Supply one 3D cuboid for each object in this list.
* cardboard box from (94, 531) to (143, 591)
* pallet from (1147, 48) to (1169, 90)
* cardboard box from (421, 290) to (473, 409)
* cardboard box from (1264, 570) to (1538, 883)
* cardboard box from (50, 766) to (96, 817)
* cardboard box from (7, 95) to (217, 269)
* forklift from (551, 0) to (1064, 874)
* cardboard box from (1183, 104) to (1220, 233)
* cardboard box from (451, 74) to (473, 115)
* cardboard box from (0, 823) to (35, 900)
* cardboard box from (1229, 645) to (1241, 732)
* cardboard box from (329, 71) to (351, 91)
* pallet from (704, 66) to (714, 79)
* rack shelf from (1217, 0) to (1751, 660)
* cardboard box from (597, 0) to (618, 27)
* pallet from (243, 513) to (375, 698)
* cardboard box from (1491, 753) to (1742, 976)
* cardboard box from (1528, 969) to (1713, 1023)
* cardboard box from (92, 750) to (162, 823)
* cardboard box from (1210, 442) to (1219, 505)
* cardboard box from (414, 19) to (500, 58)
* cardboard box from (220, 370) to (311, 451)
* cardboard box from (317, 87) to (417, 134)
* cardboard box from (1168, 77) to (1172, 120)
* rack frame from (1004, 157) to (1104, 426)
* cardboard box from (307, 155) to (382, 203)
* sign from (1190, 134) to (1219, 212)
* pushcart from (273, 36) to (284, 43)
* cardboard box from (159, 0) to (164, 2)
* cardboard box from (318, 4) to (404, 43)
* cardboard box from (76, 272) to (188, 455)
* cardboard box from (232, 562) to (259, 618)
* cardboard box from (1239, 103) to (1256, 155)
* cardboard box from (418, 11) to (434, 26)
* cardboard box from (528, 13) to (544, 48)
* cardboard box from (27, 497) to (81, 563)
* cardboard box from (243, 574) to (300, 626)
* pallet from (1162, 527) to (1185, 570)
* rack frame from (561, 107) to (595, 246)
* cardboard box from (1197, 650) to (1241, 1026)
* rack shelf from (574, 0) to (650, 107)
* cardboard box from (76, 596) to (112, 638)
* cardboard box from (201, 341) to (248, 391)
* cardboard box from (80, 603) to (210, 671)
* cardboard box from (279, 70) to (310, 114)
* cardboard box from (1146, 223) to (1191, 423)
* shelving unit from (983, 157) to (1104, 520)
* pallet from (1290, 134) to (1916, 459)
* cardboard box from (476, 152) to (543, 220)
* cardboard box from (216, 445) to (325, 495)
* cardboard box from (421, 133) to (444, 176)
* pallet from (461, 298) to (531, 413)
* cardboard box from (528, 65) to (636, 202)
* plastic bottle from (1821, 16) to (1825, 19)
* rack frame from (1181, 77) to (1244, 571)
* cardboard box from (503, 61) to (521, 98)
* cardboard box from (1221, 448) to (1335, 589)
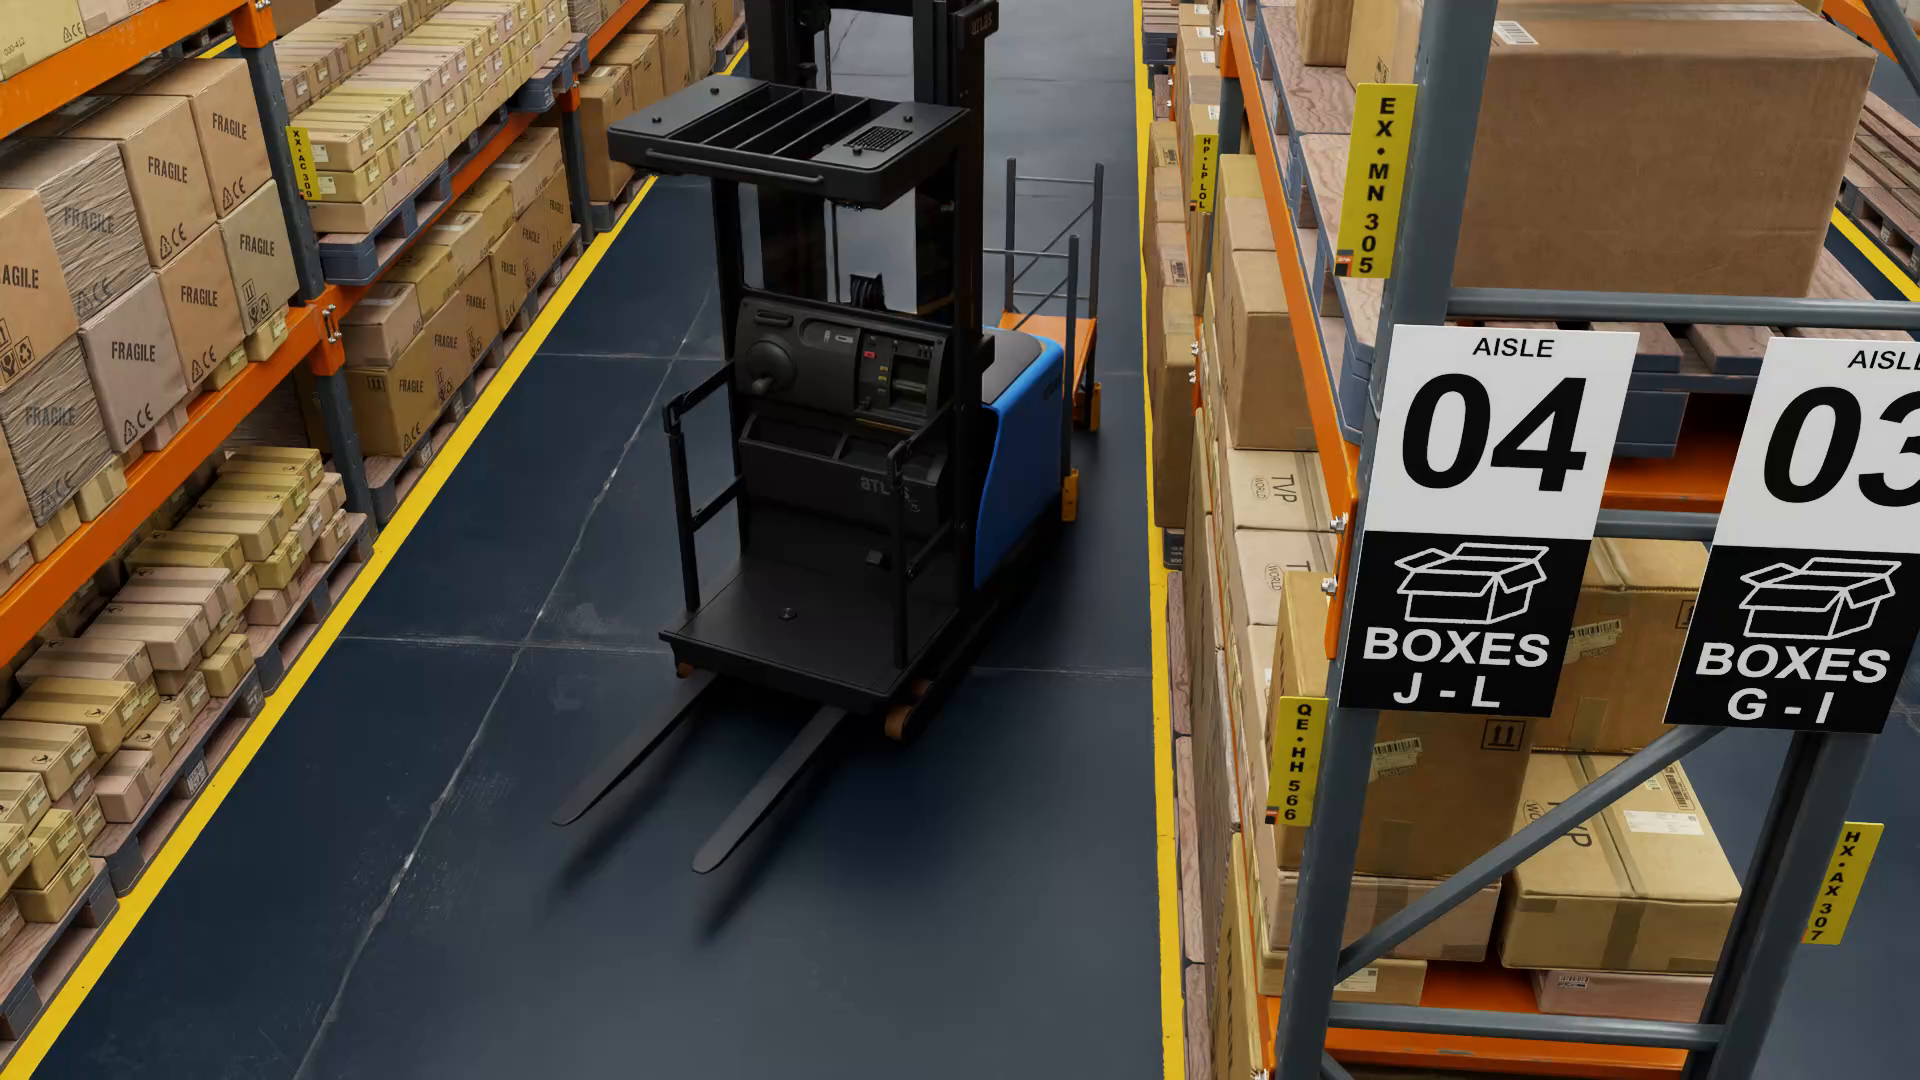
[{"bbox_3d":[-3.679,0.081,7.009,0.380,0.149,0.250,2,32,3],"label":"cardboard box"},{"bbox_3d":[2.213,-4.369,15.138,1.003,0.211,1.213,2,32,4],"label":"pallet"},{"bbox_3d":[-3.027,-1.051,9.079,0.500,0.500,0.500,4,32,6],"label":"cardboard box"},{"bbox_3d":[0.994,0.424,3.848,0.500,0.500,0.500,3,32,5],"label":"cardboard box"},{"bbox_3d":[-3.354,0.907,5.952,0.380,0.149,0.250,1,32,2],"label":"cardboard box"},{"bbox_3d":[-3.199,-1.352,6.252,0.500,0.500,0.500,1,32,2],"label":"cardboard box"},{"bbox_3d":[-0.577,-0.668,6.539,1.130,2.935,3.031,14,34,21],"label":"forklift"},{"bbox_3d":[1.391,-1.851,8.299,0.500,0.500,0.500,2,32,3],"label":"cardboard box"},{"bbox_3d":[-2.801,-2.356,8.769,0.380,0.149,0.250,2,32,3],"label":"cardboard box"},{"bbox_3d":[-3.287,1.054,5.431,0.380,0.149,0.250,2,32,4],"label":"cardboard box"},{"bbox_3d":[0.999,0.444,4.909,0.380,0.149,0.250,2,32,3],"label":"cardboard box"},{"bbox_3d":[-3.454,-2.389,8.823,0.380,0.149,0.250,3,32,4],"label":"cardboard box"},{"bbox_3d":[-2.730,-3.874,14.335,1.003,0.211,1.213,2,32,4],"label":"pallet"},{"bbox_3d":[1.379,-0.945,4.751,1.077,0.370,4.000,2,32,4],"label":"rack shelf"},{"bbox_3d":[-2.723,-3.908,11.637,0.500,0.500,0.500,2,32,4],"label":"cardboard box"},{"bbox_3d":[-3.413,0.255,7.635,1.003,0.211,1.213,2,32,4],"label":"pallet"},{"bbox_3d":[1.525,0.769,4.002,0.500,0.250,0.500,2,32,3],"label":"cardboard box"},{"bbox_3d":[1.574,1.007,3.996,0.380,0.149,0.250,3,32,5],"label":"cardboard box"},{"bbox_3d":[-3.241,0.918,6.218,0.380,0.149,0.250,1,32,2],"label":"cardboard box"},{"bbox_3d":[1.104,-0.226,5.997,0.380,0.149,0.250,2,32,3],"label":"cardboard box"},{"bbox_3d":[-2.758,-2.749,9.124,0.380,0.149,0.250,4,32,6],"label":"cardboard box"},{"bbox_3d":[-3.584,-0.797,8.666,0.500,0.500,0.500,2,32,3],"label":"cardboard box"},{"bbox_3d":[-2.863,-2.076,8.032,0.380,0.149,0.250,3,32,4],"label":"cardboard box"},{"bbox_3d":[2.019,-3.465,12.977,0.700,0.500,0.500,0,32,0],"label":"cardboard box"},{"bbox_3d":[0.489,-1.309,8.945,0.500,1.500,0.032,6,32,9],"label":"rack frame"},{"bbox_3d":[-2.903,-1.669,7.655,0.380,0.149,0.250,3,32,5],"label":"cardboard box"},{"bbox_3d":[1.000,-1.497,6.792,0.100,0.325,0.005,2,32,4],"label":"sign"},{"bbox_3d":[-5.407,-4.439,15.093,1.648,0.377,0.936,-8,33,-13],"label":"pushcart"},{"bbox_3d":[-3.164,-2.230,6.293,0.500,0.250,0.500,3,32,5],"label":"cardboard box"},{"bbox_3d":[-3.384,-2.919,9.400,0.380,0.149,0.250,4,32,6],"label":"cardboard box"},{"bbox_3d":[-3.236,-0.657,6.079,0.500,0.500,0.500,2,32,4],"label":"cardboard box"},{"bbox_3d":[-3.234,0.212,7.081,0.380,0.149,0.250,3,32,4],"label":"cardboard box"},{"bbox_3d":[1.586,-1.824,7.299,0.797,0.503,0.637,2,32,3],"label":"cardboard box"},{"bbox_3d":[-3.346,-3.049,9.894,0.380,0.149,0.250,2,32,2],"label":"cardboard box"},{"bbox_3d":[-2.693,-3.020,9.846,0.380,0.149,0.250,3,32,5],"label":"cardboard box"},{"bbox_3d":[-3.290,-0.059,5.727,0.380,0.149,0.250,4,32,6],"label":"cardboard box"},{"bbox_3d":[-3.147,0.243,7.313,0.380,0.149,0.250,1,32,2],"label":"cardboard box"},{"bbox_3d":[1.530,-0.239,8.437,1.003,0.211,1.213,2,32,4],"label":"pallet"},{"bbox_3d":[-3.068,-3.376,10.869,1.000,3.000,0.127,2,32,4],"label":"rack frame"},{"bbox_3d":[1.263,0.984,5.420,0.875,0.875,0.875,2,32,4],"label":"cardboard box"},{"bbox_3d":[-2.905,-4.116,12.755,1.077,0.370,4.000,2,32,4],"label":"rack shelf"},{"bbox_3d":[-3.727,0.348,6.859,0.380,0.149,0.250,4,32,6],"label":"cardboard box"},{"bbox_3d":[-3.177,-0.742,6.834,0.380,0.149,0.250,4,32,6],"label":"cardboard box"},{"bbox_3d":[-3.196,0.379,6.525,0.380,0.149,0.250,1,32,2],"label":"cardboard box"},{"bbox_3d":[-3.490,-2.241,8.299,0.380,0.149,0.250,2,32,4],"label":"cardboard box"},{"bbox_3d":[1.646,-1.097,8.796,1.225,0.875,0.875,1,32,2],"label":"cardboard box"},{"bbox_3d":[0.394,-1.042,8.512,0.587,1.500,1.083,6,32,9],"label":"shelving unit"},{"bbox_3d":[1.266,-0.556,3.518,1.003,0.211,1.213,2,32,4],"label":"pallet"},{"bbox_3d":[-2.892,-2.177,10.191,0.500,0.250,0.500,3,32,5],"label":"cardboard box"},{"bbox_3d":[-3.163,-0.306,7.637,0.380,0.149,0.250,3,32,5],"label":"cardboard box"},{"bbox_3d":[-2.840,-1.950,8.394,0.380,0.149,0.250,3,32,4],"label":"cardboard box"},{"bbox_3d":[-3.235,-1.144,9.906,1.003,0.211,1.213,2,32,4],"label":"pallet"},{"bbox_3d":[-2.928,-2.912,11.860,1.050,0.750,0.750,2,32,3],"label":"cardboard box"},{"bbox_3d":[7.609,-4.455,14.726,0.144,0.351,0.185,3,32,5],"label":"plastic bottle"},{"bbox_3d":[1.542,-1.020,7.046,1.000,3.000,0.127,2,32,4],"label":"rack frame"},{"bbox_3d":[-2.736,-2.635,9.506,0.380,0.149,0.250,1,32,2],"label":"cardboard box"},{"bbox_3d":[1.113,-0.060,5.347,0.500,0.250,0.500,3,32,4],"label":"cardboard box"}]
